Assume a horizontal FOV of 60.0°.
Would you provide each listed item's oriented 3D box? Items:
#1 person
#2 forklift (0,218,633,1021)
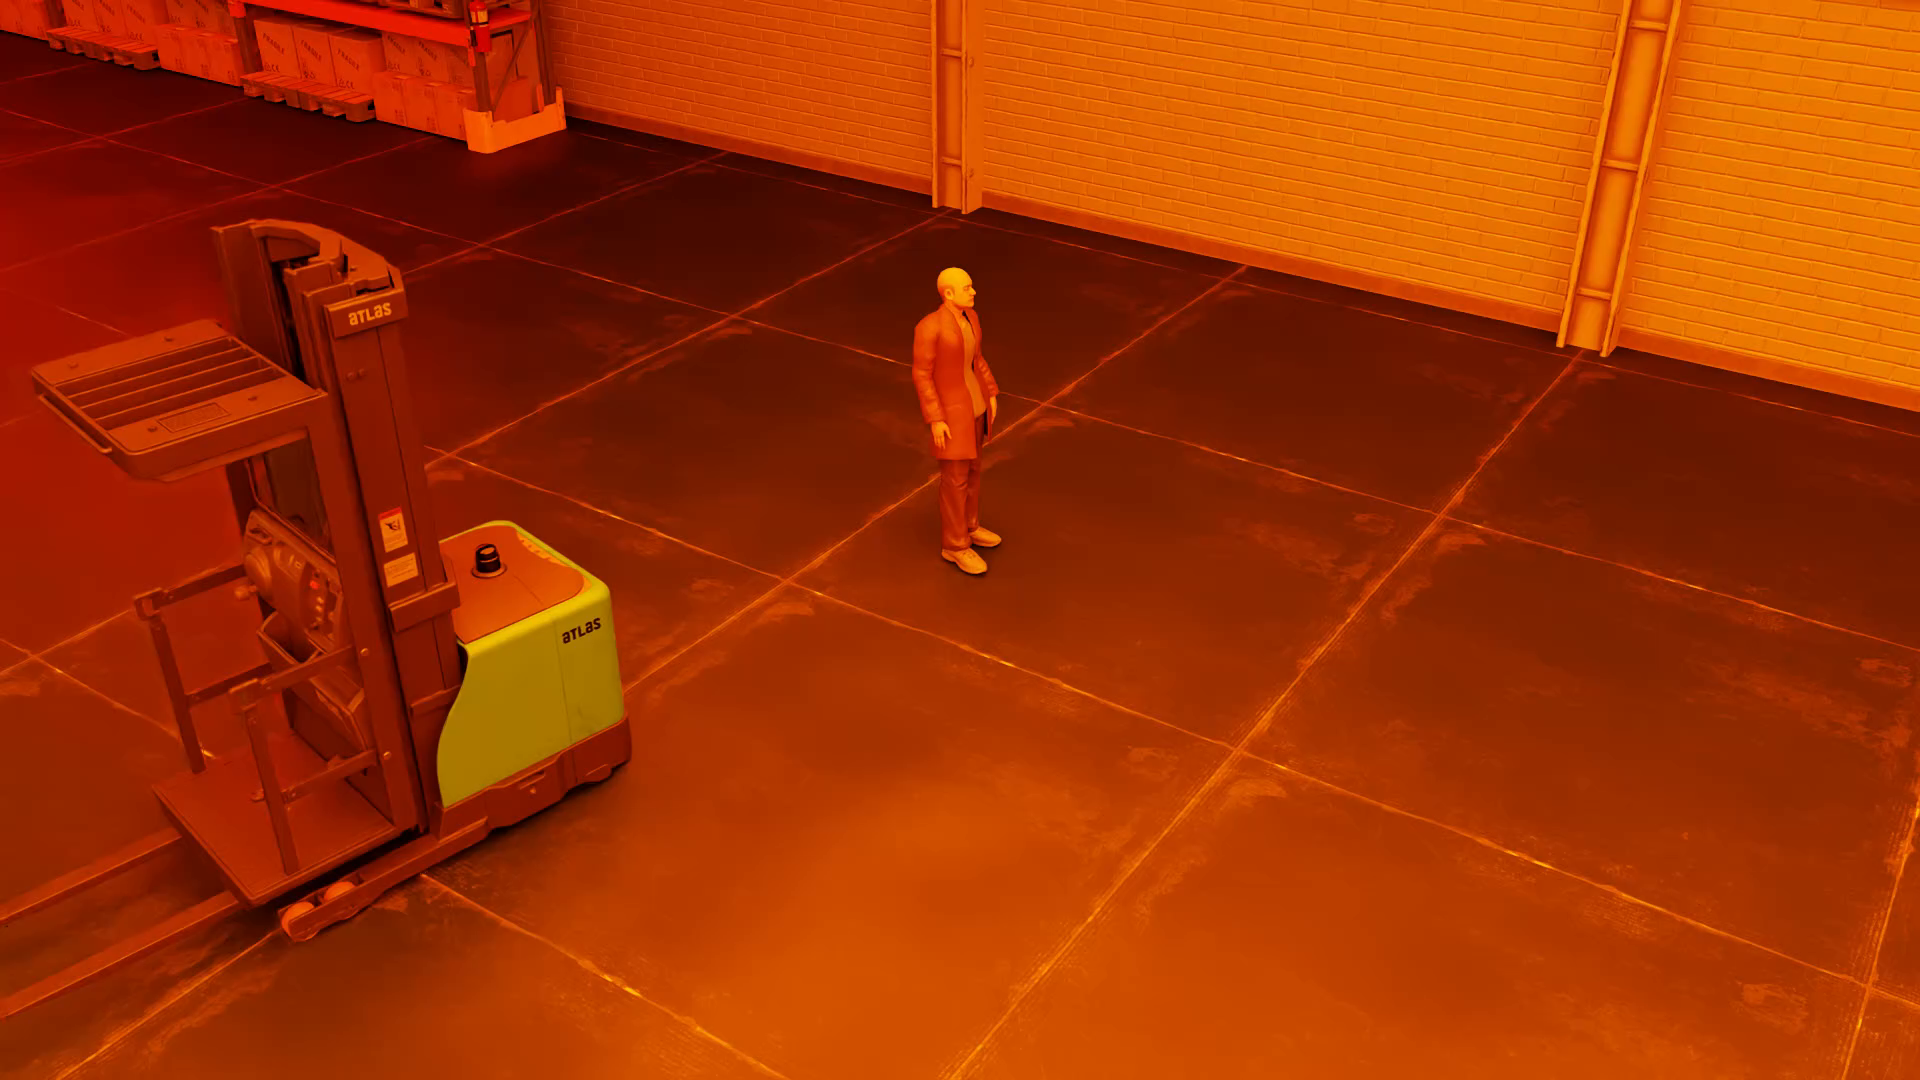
[{"bbox_3d":[0.073,-0.748,10.003,0.582,1.776,0.696,19,35,29],"label":"person"},{"bbox_3d":[-3.078,0.225,7.194,3.031,2.935,1.130,-26,39,-37],"label":"forklift"}]
